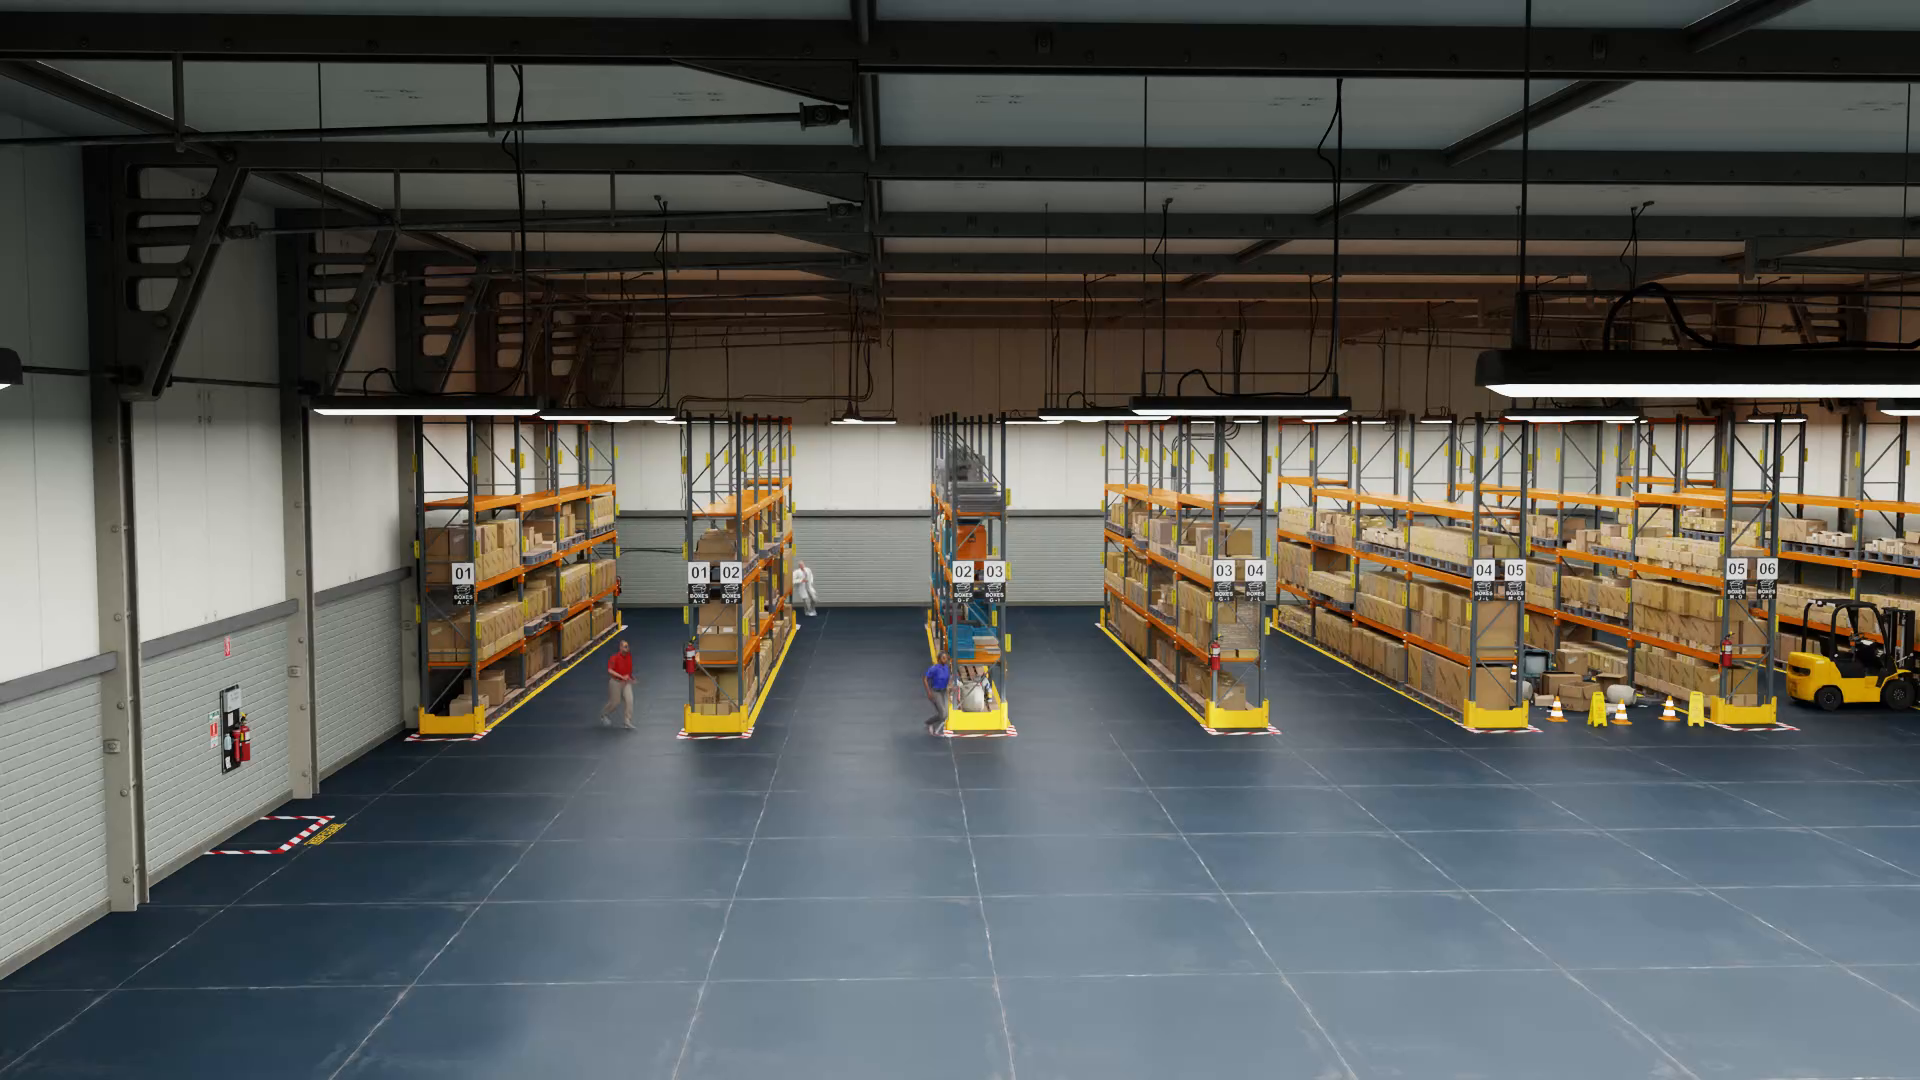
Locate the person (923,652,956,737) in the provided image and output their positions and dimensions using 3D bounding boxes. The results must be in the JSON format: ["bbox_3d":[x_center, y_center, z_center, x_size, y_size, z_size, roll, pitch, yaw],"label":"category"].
[{"bbox_3d":[-0.351,2.845,30.556,0.596,1.581,0.613,3,5,39],"label":"person"}]

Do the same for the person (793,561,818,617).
[{"bbox_3d":[-4.661,1.474,50.029,0.826,1.713,0.699,-2,5,-31],"label":"person"}]

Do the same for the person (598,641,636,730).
[{"bbox_3d":[-6.501,2.740,31.556,0.907,1.693,0.651,3,5,39],"label":"person"}]
